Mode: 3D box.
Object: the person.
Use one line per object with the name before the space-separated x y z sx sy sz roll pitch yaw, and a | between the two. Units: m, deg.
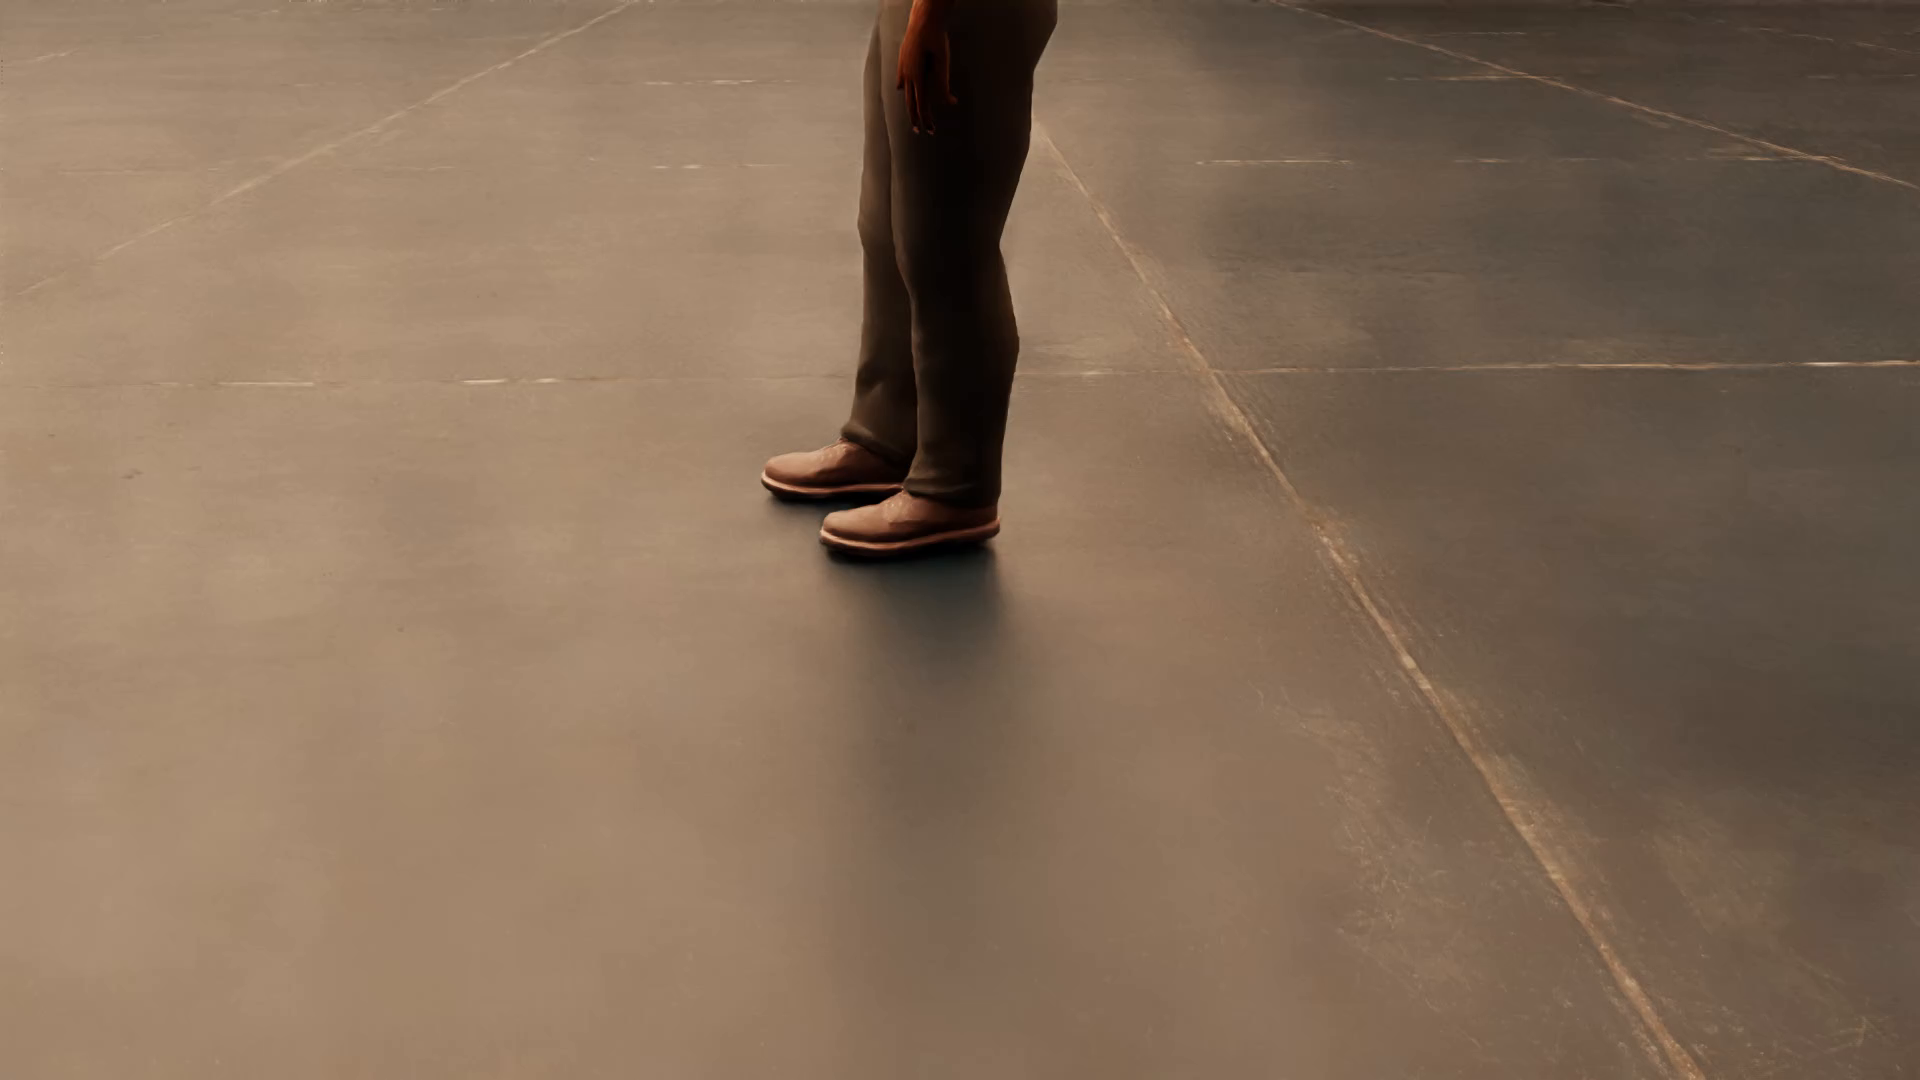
person | -0.089 -0.782 2.446 0.503 1.654 0.570 -1 21 -3
